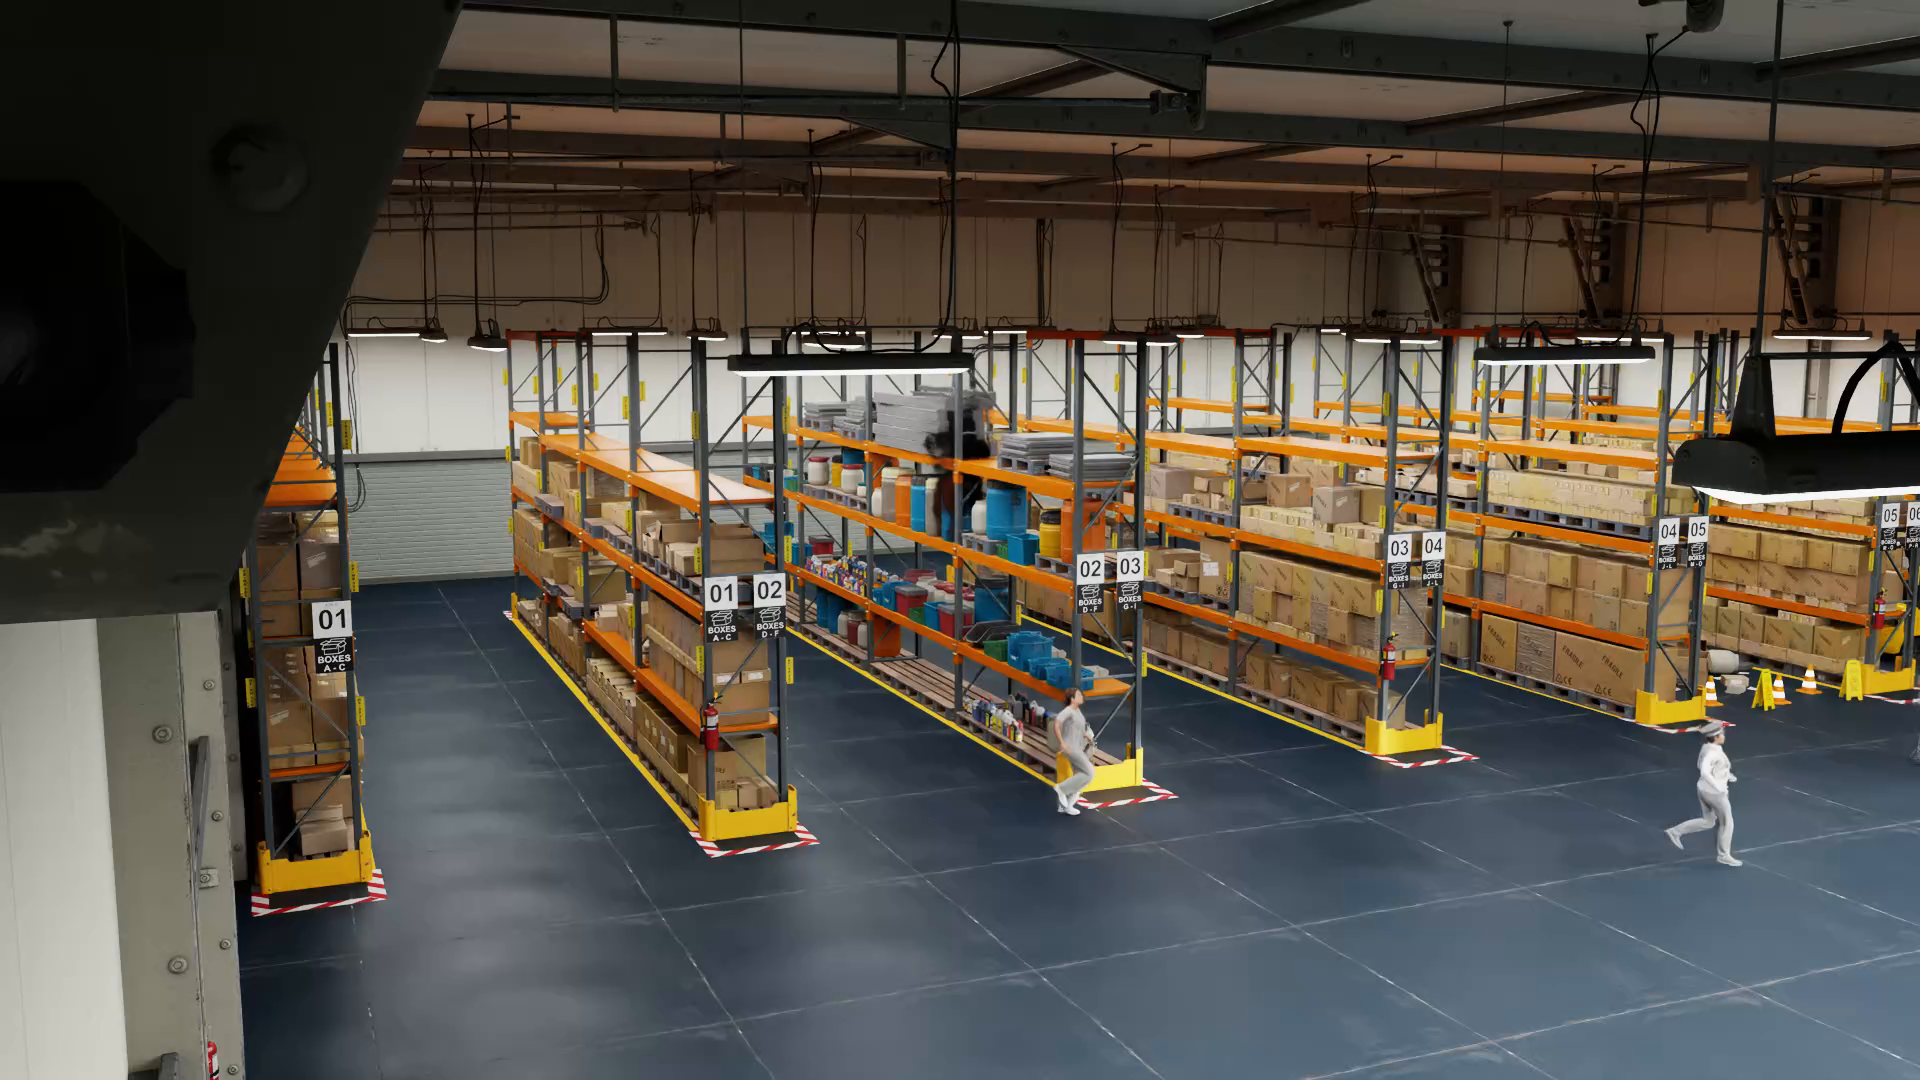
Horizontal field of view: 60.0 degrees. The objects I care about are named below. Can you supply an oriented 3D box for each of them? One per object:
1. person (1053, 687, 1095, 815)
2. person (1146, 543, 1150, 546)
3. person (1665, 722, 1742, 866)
[{"bbox_3d":[1.498,2.671,21.162,0.515,1.603,0.609,3,8,19],"label":"person"},{"bbox_3d":[3.846,0.664,35.359,0.690,1.746,0.619,-4,9,-25],"label":"person"},{"bbox_3d":[8.624,2.919,19.153,0.832,1.696,0.618,1,8,8],"label":"person"}]
